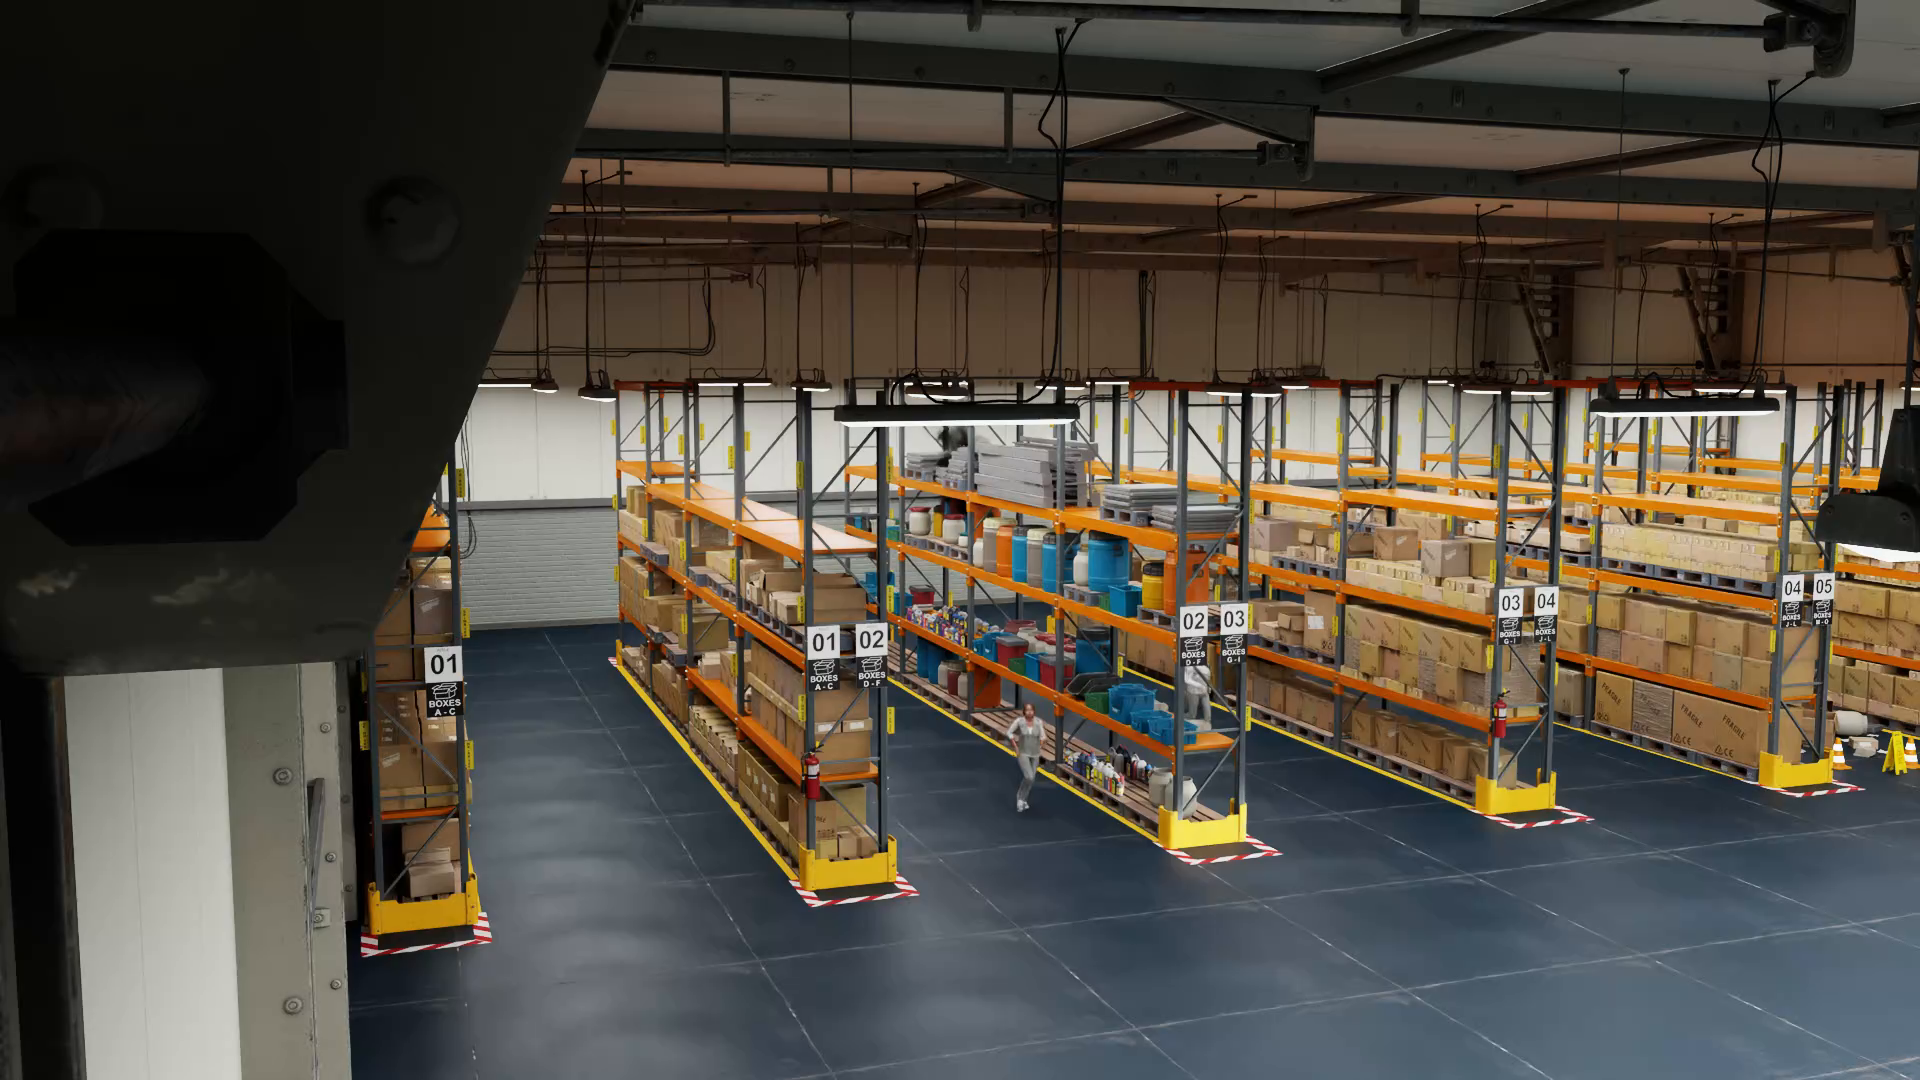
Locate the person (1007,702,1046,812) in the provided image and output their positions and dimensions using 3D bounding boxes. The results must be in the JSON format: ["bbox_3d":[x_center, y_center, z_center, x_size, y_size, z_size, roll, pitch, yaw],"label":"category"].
[{"bbox_3d":[0.977,3.067,23.473,0.512,1.571,0.631,-2,6,-17],"label":"person"}]

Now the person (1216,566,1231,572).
[{"bbox_3d":[6.405,1.155,41.256,0.571,1.688,0.786,-1,6,-8],"label":"person"}]

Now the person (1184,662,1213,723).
[{"bbox_3d":[3.946,2.559,27.807,0.600,1.681,0.892,-4,7,-34],"label":"person"}]
